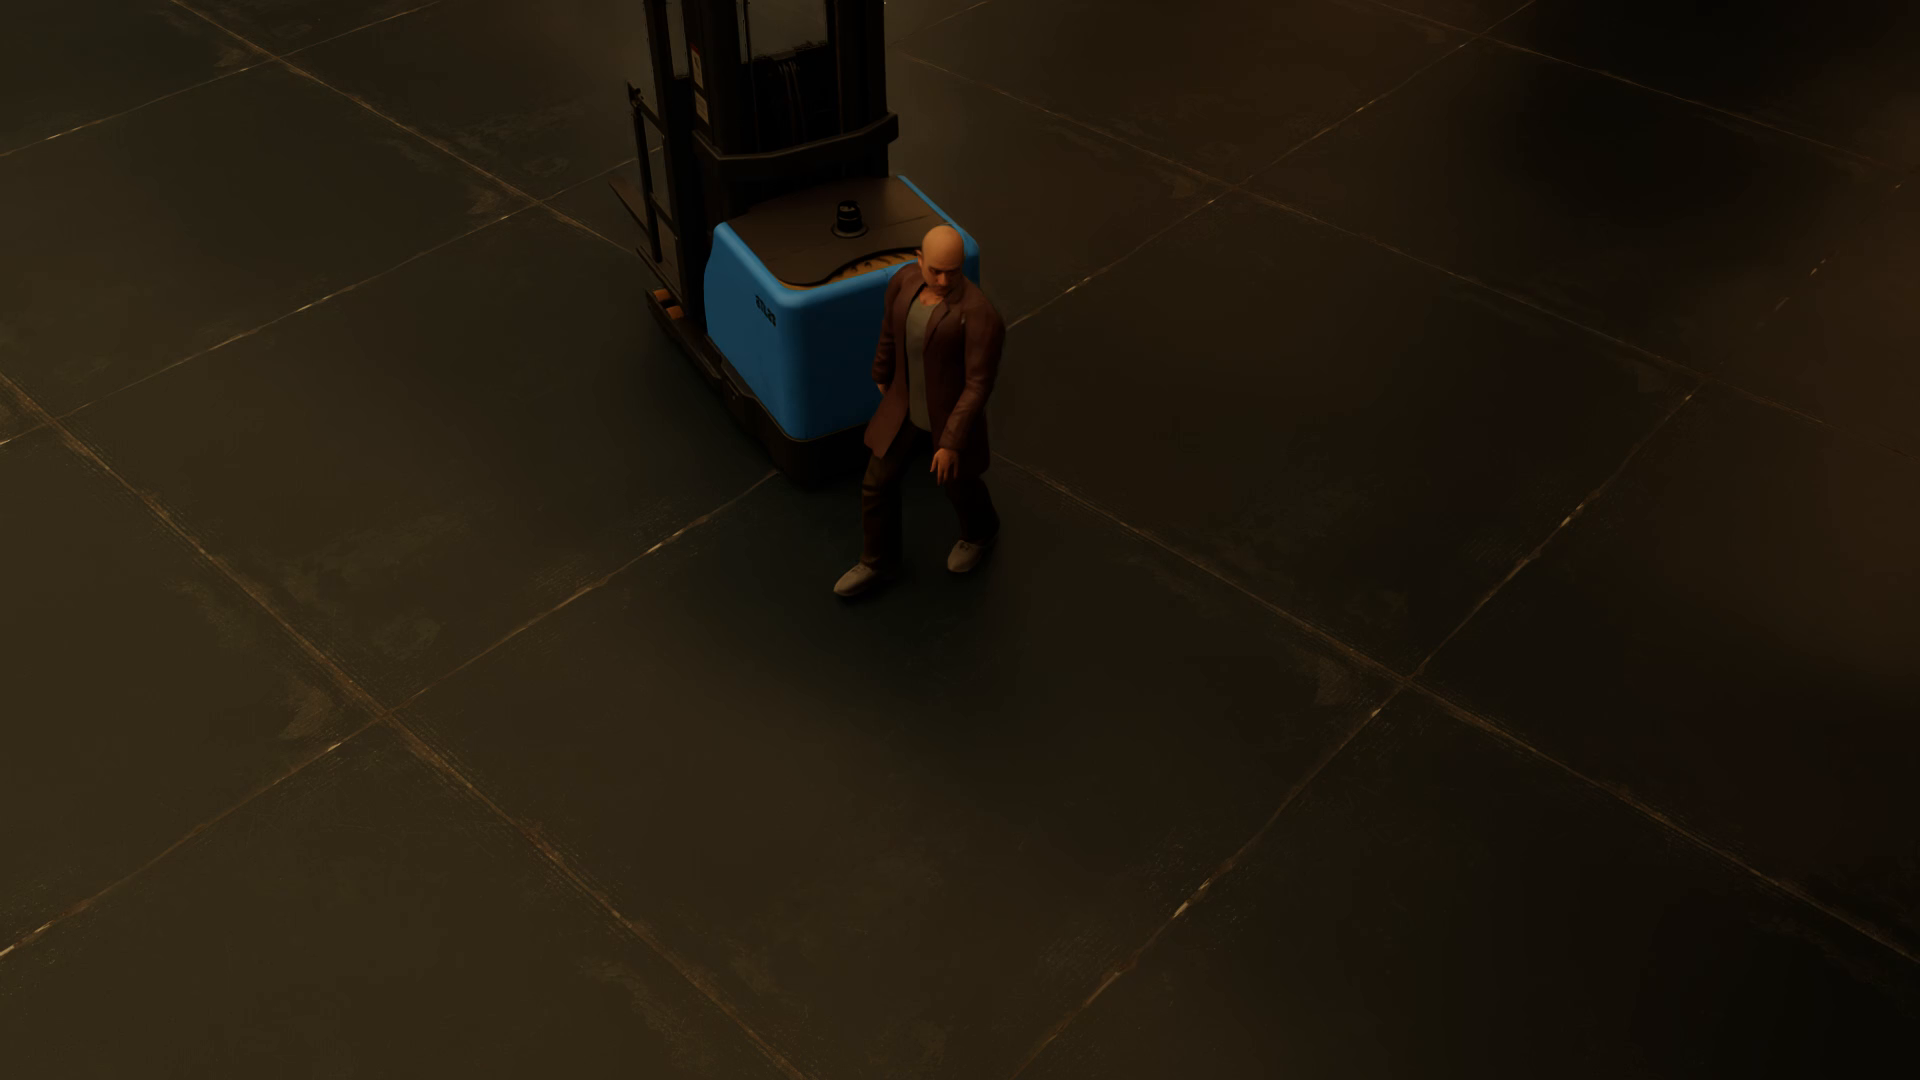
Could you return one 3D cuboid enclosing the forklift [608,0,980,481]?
[{"bbox_3d":[-1.051,-2.337,8.152,1.130,2.935,3.031,-20,45,-22],"label":"forklift"}]

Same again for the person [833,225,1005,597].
[{"bbox_3d":[-0.168,-0.522,6.961,0.722,1.737,0.825,25,47,26],"label":"person"}]
